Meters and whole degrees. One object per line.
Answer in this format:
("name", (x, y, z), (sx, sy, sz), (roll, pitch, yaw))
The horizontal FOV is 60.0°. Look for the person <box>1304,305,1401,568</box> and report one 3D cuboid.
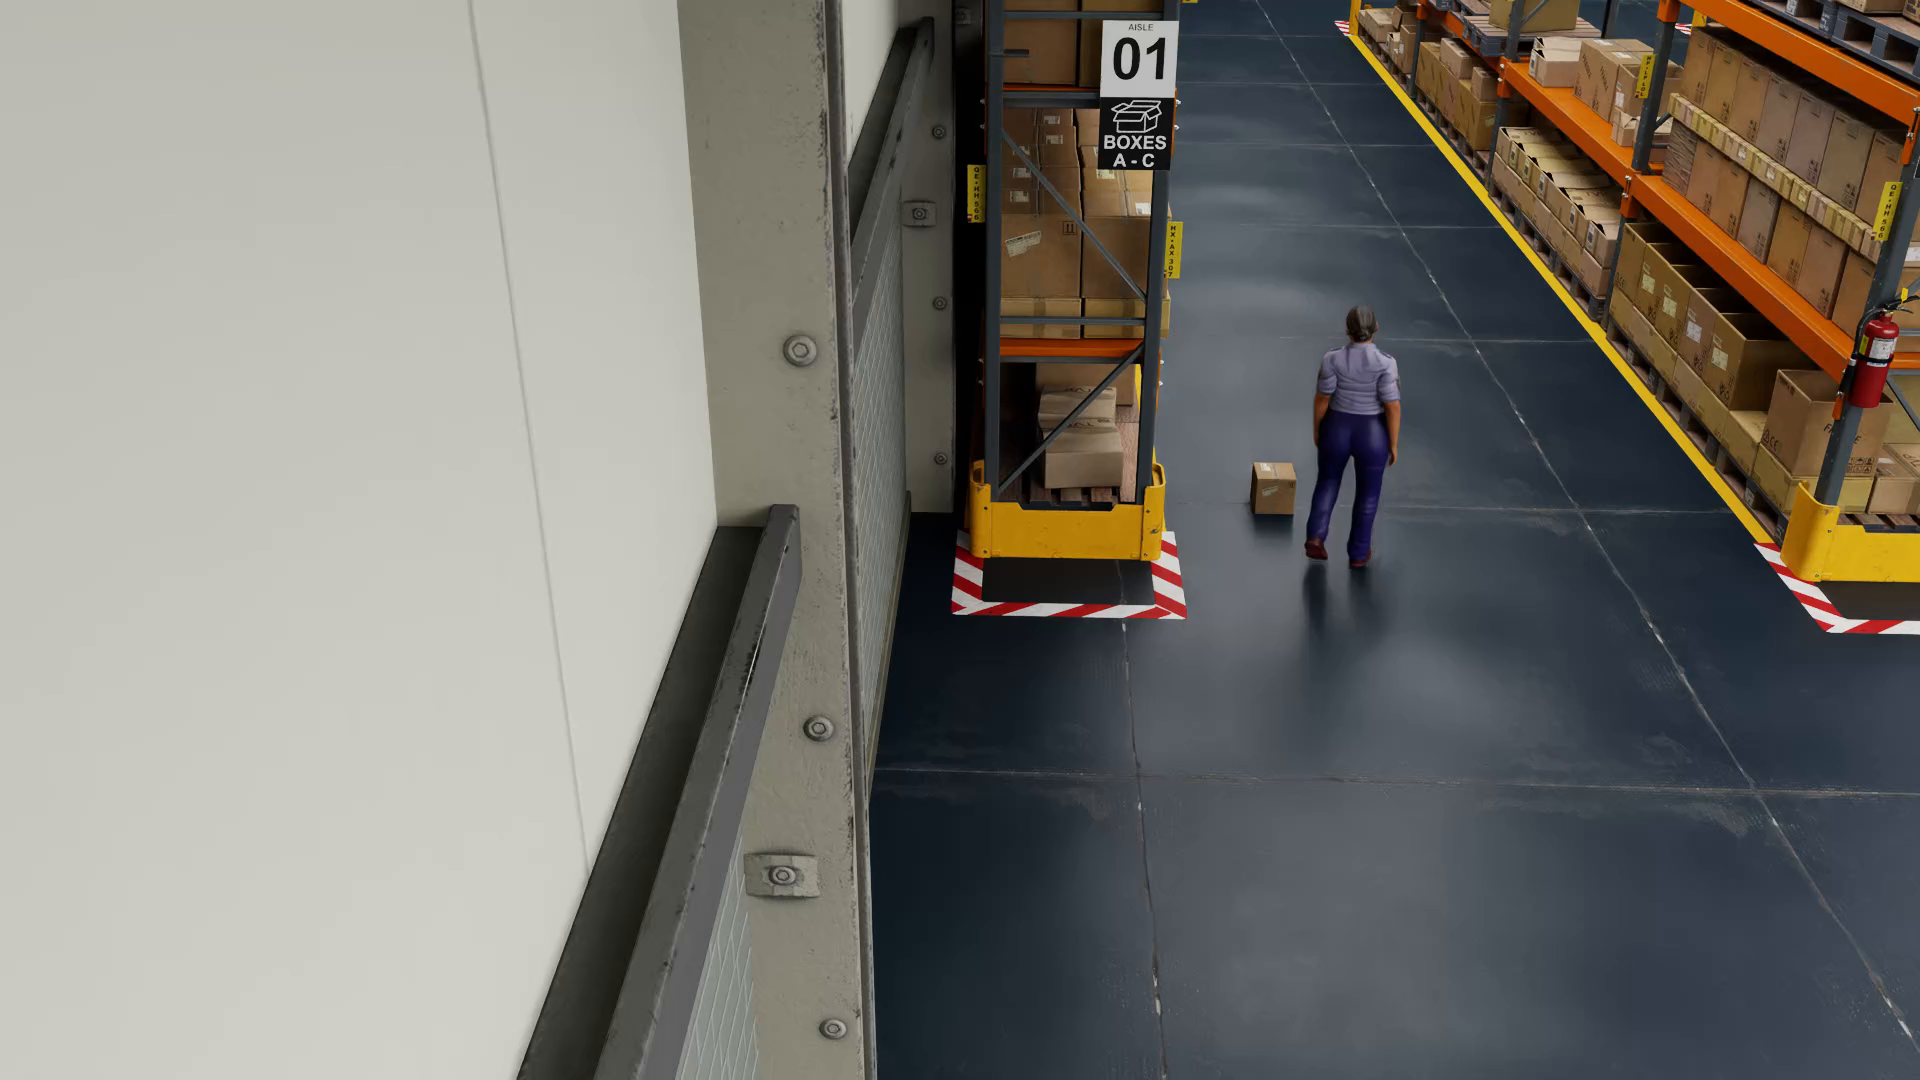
("person", (2.312, -0.592, 9.730), (0.511, 1.648, 0.468), (11, 30, 20))
